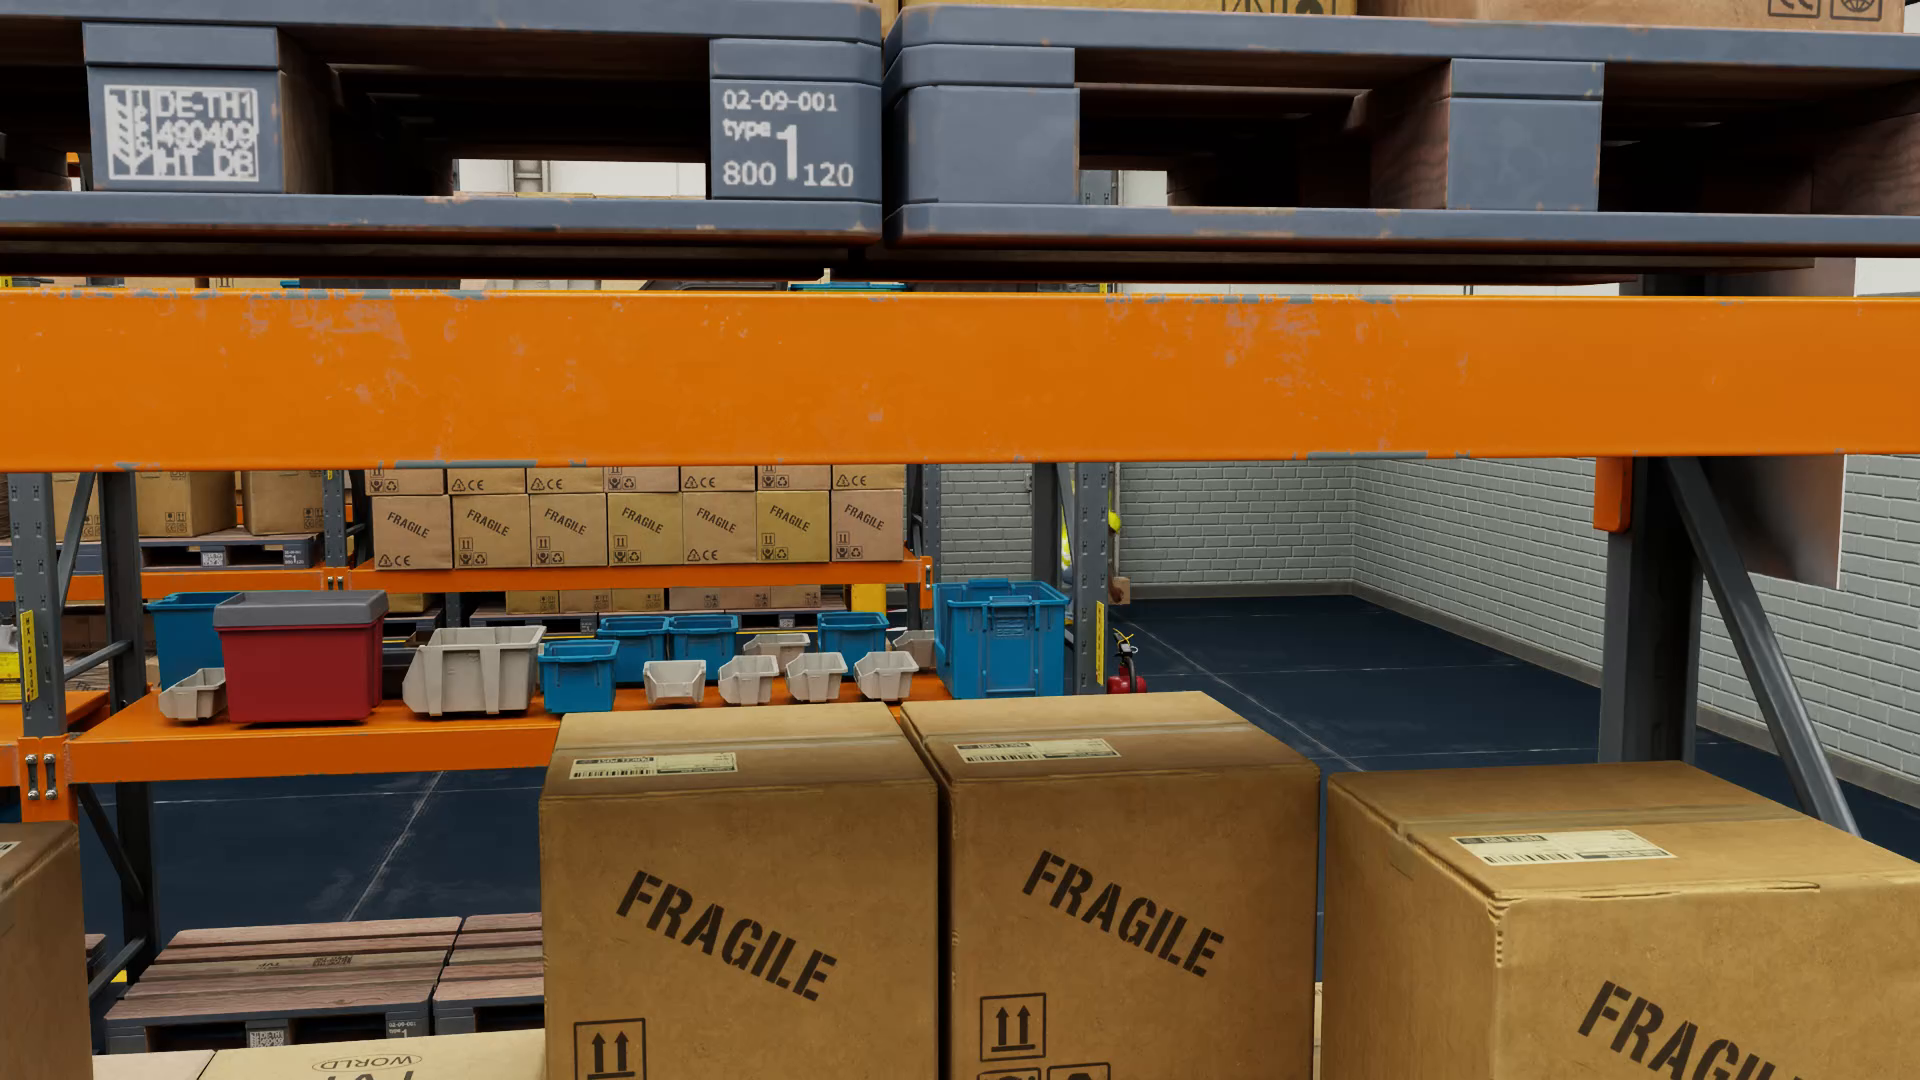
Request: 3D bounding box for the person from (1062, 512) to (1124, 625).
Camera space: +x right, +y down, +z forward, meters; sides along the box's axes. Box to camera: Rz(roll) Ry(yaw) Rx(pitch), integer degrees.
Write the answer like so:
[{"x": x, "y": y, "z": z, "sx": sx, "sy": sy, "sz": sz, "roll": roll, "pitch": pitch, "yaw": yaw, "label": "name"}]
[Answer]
[{"x": 1.222, "y": 0.280, "z": 16.969, "sx": 0.856, "sy": 1.133, "sz": 0.608, "roll": -1, "pitch": 7, "yaw": -9, "label": "person"}]
